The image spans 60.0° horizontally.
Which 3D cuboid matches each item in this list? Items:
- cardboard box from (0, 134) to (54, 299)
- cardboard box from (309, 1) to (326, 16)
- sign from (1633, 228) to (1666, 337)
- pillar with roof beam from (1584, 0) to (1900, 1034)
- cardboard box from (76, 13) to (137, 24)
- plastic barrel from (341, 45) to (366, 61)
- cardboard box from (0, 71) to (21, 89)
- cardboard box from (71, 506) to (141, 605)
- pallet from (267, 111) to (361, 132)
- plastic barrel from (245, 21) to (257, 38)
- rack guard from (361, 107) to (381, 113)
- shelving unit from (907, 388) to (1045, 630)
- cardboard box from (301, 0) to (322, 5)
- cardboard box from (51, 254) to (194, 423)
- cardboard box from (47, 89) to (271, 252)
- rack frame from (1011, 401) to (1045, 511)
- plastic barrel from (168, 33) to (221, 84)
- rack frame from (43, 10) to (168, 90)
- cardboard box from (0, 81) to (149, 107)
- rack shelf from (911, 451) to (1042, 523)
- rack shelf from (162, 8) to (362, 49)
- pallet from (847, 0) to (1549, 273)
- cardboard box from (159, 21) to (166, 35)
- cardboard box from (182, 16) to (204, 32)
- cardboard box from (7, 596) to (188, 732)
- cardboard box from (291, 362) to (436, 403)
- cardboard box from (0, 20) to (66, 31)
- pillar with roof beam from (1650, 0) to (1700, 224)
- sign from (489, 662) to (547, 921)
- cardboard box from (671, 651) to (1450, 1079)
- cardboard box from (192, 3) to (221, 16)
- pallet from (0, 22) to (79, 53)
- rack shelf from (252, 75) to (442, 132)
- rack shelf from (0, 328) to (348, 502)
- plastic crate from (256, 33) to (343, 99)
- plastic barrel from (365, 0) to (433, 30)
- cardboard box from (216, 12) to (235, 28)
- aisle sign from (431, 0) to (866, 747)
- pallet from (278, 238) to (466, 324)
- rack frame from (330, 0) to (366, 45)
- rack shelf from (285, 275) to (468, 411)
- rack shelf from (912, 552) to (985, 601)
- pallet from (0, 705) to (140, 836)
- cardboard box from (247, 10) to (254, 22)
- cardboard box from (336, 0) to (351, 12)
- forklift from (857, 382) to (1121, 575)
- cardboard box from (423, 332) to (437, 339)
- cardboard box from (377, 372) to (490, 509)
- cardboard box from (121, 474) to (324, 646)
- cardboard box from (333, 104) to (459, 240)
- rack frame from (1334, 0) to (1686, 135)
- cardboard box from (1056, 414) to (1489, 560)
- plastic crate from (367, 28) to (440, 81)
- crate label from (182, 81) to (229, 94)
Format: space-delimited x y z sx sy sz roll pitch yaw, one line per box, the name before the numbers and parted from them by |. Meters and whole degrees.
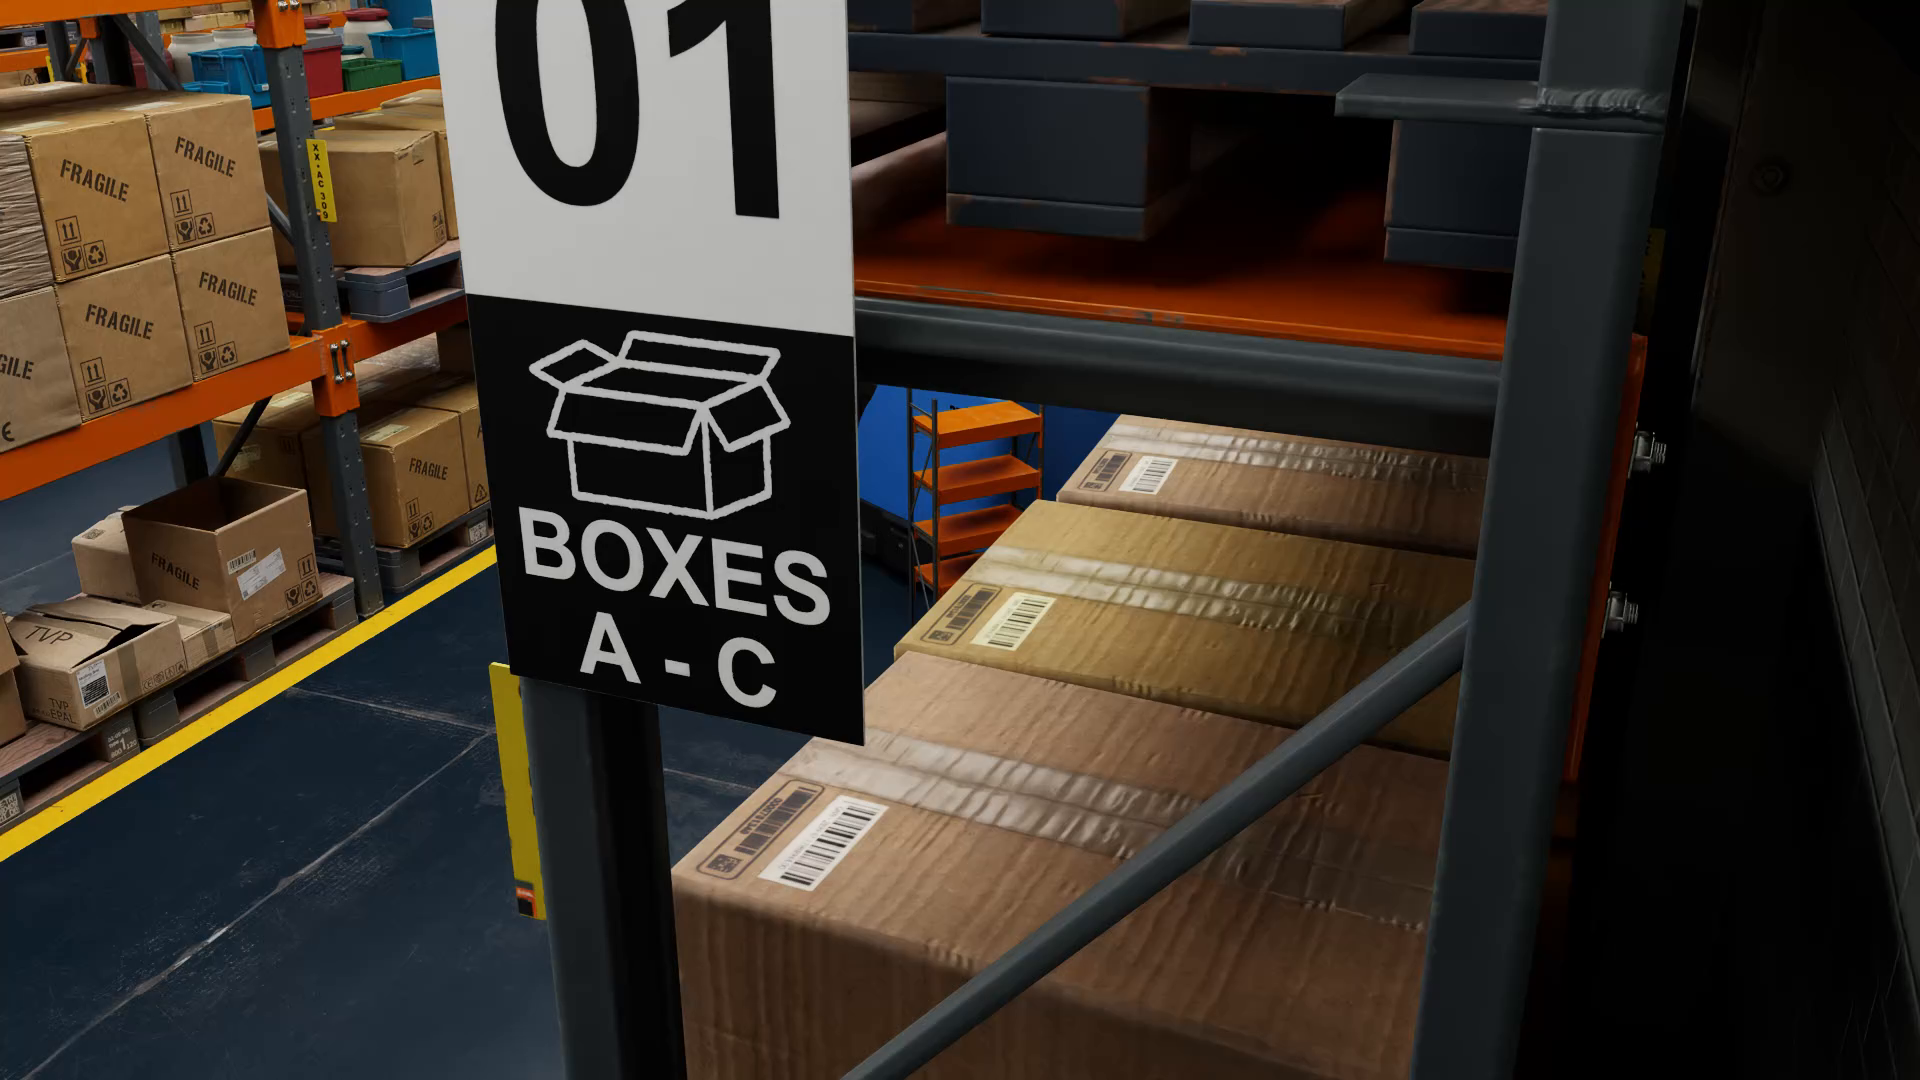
cardboard box | -3.404 -1.048 5.440 0.500 0.500 0.500 9 24 20
cardboard box | -7.872 -6.403 20.012 0.380 0.149 0.250 9 24 20
sign | 2.035 -0.772 4.980 0.100 0.325 0.005 9 24 20
pillar with roof beam | -1.934 -3.425 4.774 9.100 9.000 0.400 9 24 20
cardboard box | -9.081 -5.740 17.585 0.875 0.500 0.500 9 24 20
plastic barrel | -5.341 -4.180 14.545 0.301 0.262 0.301 0 23 0
cardboard box | -12.903 -6.229 21.482 0.875 0.875 0.875 8 24 19
cardboard box | -3.438 0.034 7.193 0.500 0.311 0.500 9 24 20
pallet | -8.183 -5.237 20.513 1.003 0.211 1.213 9 24 20
plastic barrel | -5.699 -4.030 13.830 0.433 0.535 0.433 0 23 0
rack guard | -7.848 -5.656 21.141 1.175 0.500 0.348 9 24 20
shelving unit | 0.065 -0.075 6.873 0.503 1.200 0.258 -12 25 -26
cardboard box | -8.124 -6.631 19.717 0.875 0.500 0.500 9 24 20
cardboard box | -3.219 -0.768 6.068 0.500 0.500 0.500 9 24 22
cardboard box | -3.028 -1.412 6.311 0.500 0.500 0.500 9 24 20
rack frame | 0.280 -0.120 6.979 0.015 1.200 0.240 -12 25 -26
plastic barrel | -6.009 -3.715 13.106 0.421 0.512 0.421 0 23 0
rack frame | -6.193 -3.264 12.173 1.000 3.000 0.127 9 24 20
cardboard box | -3.517 -1.502 6.526 0.500 0.500 0.500 9 24 21
rack shelf | 0.065 -0.219 6.813 0.480 0.148 0.258 -12 25 -26
rack shelf | -8.563 -5.789 19.150 1.077 0.370 4.000 9 24 20
pallet | 0.300 -0.593 2.002 1.003 0.211 1.213 9 24 20
cardboard box | -8.774 -5.504 17.861 0.380 0.149 0.250 9 24 20
cardboard box | -8.559 -5.678 18.278 0.380 0.149 0.250 9 24 20
cardboard box | -3.308 0.428 6.251 0.500 0.311 0.500 9 24 20
cardboard box | -2.972 -0.565 8.384 0.500 0.500 0.500 9 24 20
cardboard box | -9.731 -5.611 16.469 1.000 1.000 1.000 9 24 20
pillar with roof beam | 2.523 -7.719 15.054 9.100 9.000 0.400 9 24 20
sign | -0.465 0.291 1.853 0.100 0.325 0.005 9 24 20
cardboard box | 0.214 0.695 2.306 0.980 0.700 0.700 10 25 22
cardboard box | -8.770 -6.108 18.465 0.875 0.500 0.500 9 24 20
pallet | -9.725 -5.064 16.730 1.003 0.211 1.213 9 24 20
rack shelf | -5.450 -3.648 14.025 1.077 0.370 4.000 9 24 20
rack shelf | -3.824 -0.075 5.471 1.077 0.370 4.000 9 24 20
plastic crate | -5.308 -3.828 13.440 0.402 0.464 0.583 9 24 20
plastic barrel | -5.132 -4.832 15.276 0.600 0.901 0.708 9 24 20
cardboard box | -8.402 -5.862 18.717 0.380 0.149 0.250 9 24 20
aisle sign | -0.271 -0.200 1.464 0.394 0.787 0.004 9 24 20
pallet | -2.683 -1.304 7.730 1.003 0.211 1.213 9 24 20
rack frame | -7.820 -6.836 20.725 1.000 3.000 0.127 9 24 20
rack shelf | -2.338 -1.506 8.897 1.077 0.370 4.000 9 24 20
rack shelf | 0.065 0.170 6.976 0.480 0.148 0.258 -12 25 -26
pallet | -3.789 0.848 5.946 1.003 0.211 1.213 9 24 20
cardboard box | -8.194 -6.037 19.137 0.380 0.149 0.250 9 24 20
cardboard box | -7.734 -6.589 20.458 0.380 0.149 0.250 9 24 20
forklift | -0.396 -1.538 8.130 1.130 2.935 3.031 -18 28 -36
cardboard box | -2.599 -0.927 9.250 0.500 0.500 0.500 8 24 18
cardboard box | -2.487 -0.503 8.234 0.500 0.500 0.500 9 24 21
cardboard box | -3.029 0.072 6.857 0.500 0.500 0.500 9 24 20
cardboard box | -2.501 -1.755 7.885 0.700 0.500 0.500 13 26 28
rack frame | 0.034 -1.751 0.768 1.000 3.000 0.127 9 24 20
cardboard box | 0.766 0.161 3.584 0.980 0.700 0.700 8 24 17
plastic crate | -4.828 -4.249 14.552 0.392 0.384 0.575 9 24 20
crate label | -5.688 -3.284 12.438 0.303 0.233 0.416 9 24 20
